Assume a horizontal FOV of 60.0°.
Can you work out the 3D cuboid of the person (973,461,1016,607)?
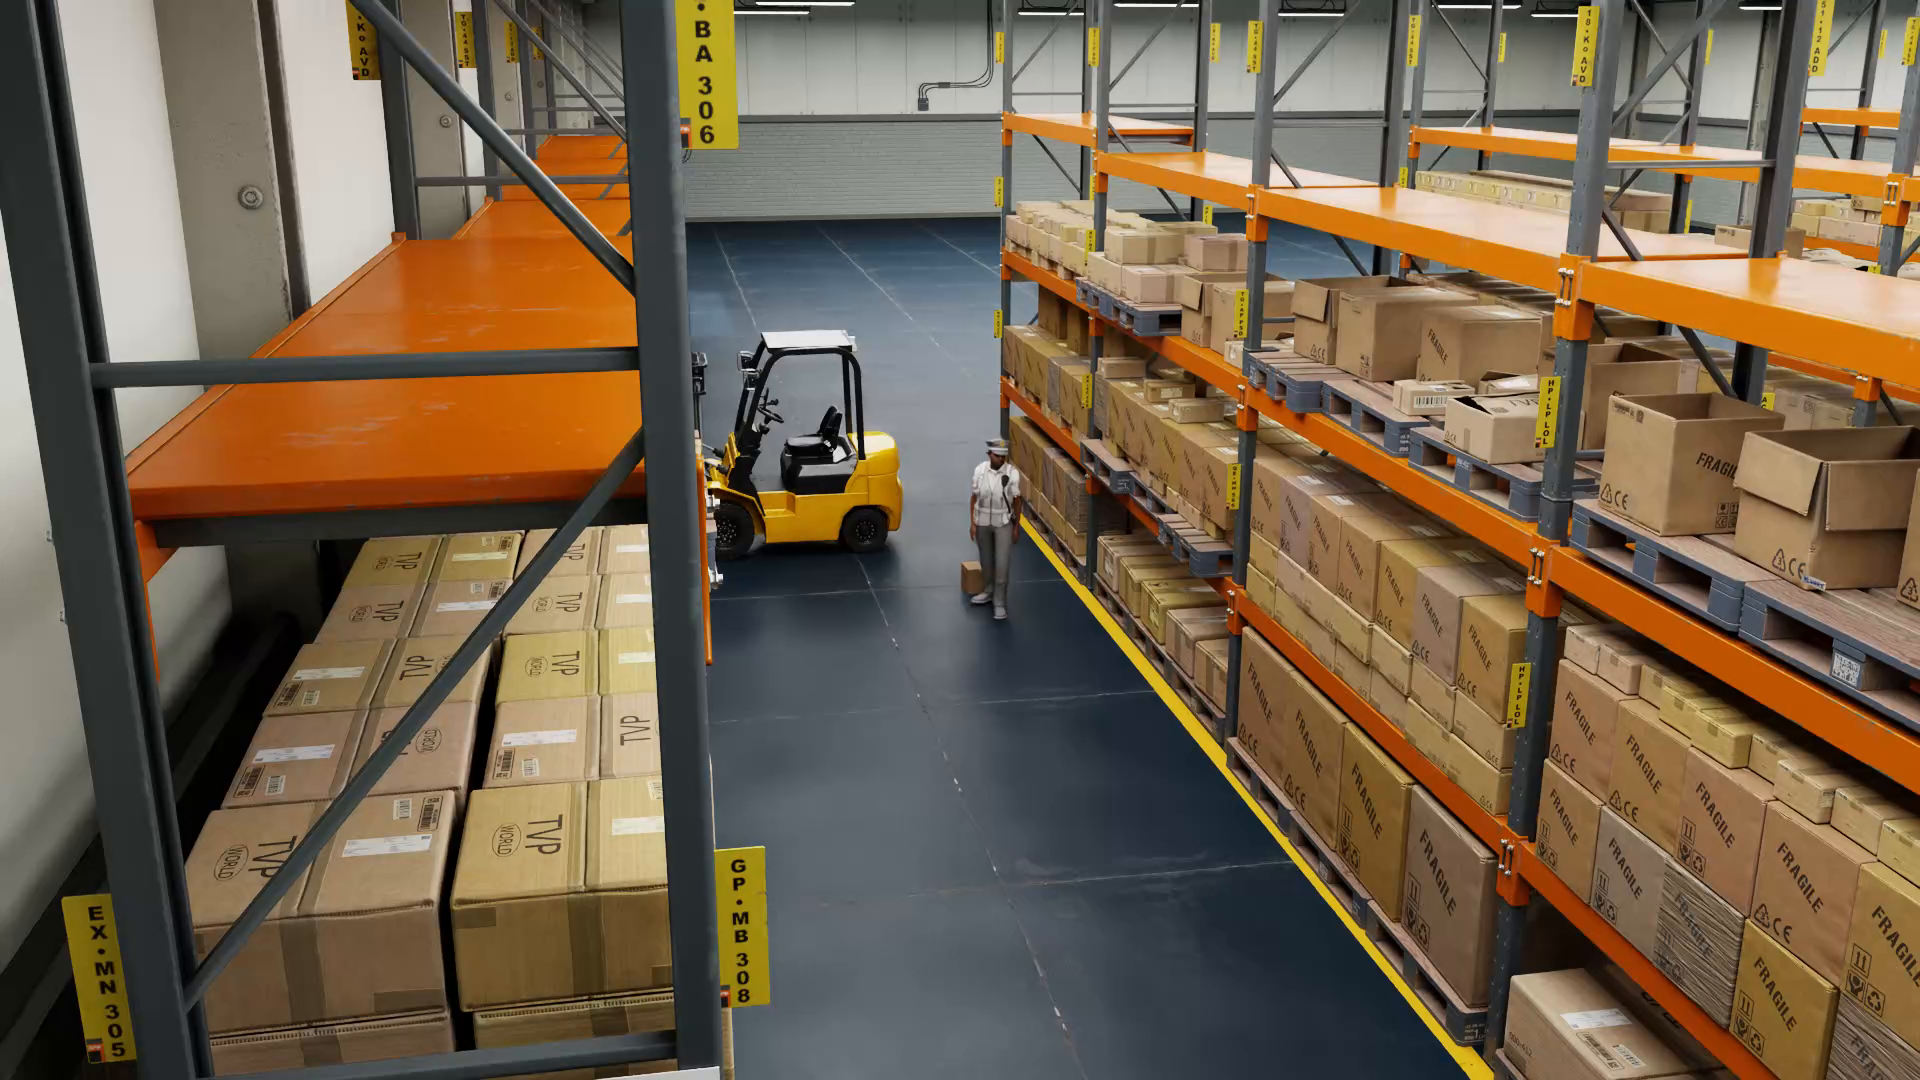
[{"bbox_3d":[0.322,-0.073,15.226,0.384,1.363,0.507,5,17,15],"label":"person"}]
